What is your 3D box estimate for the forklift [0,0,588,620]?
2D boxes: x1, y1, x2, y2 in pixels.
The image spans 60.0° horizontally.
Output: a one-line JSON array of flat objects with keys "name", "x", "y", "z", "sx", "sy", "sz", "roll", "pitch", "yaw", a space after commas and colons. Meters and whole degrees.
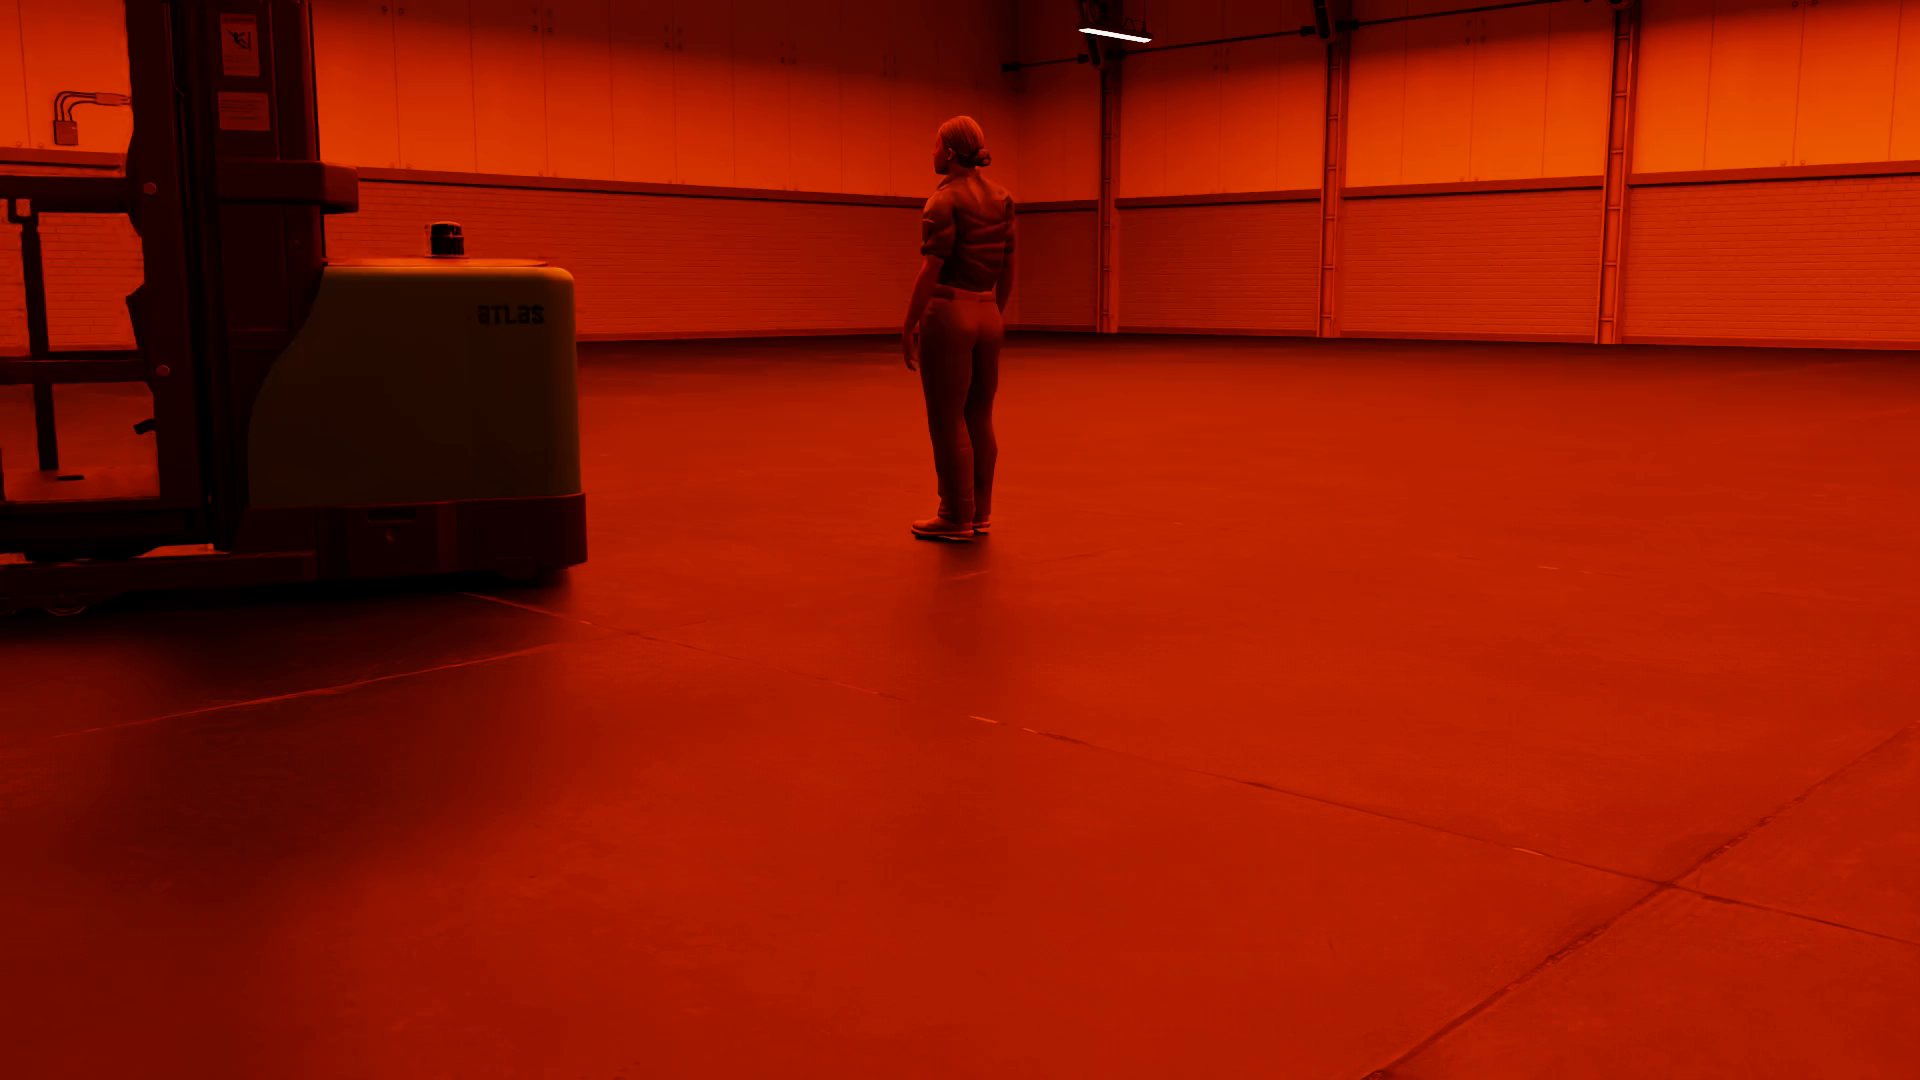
[{"name": "forklift", "x": -2.861, "y": -1.291, "z": 5.450, "sx": 3.031, "sy": 2.935, "sz": 1.130, "roll": -3, "pitch": 9, "yaw": -19}]

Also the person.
[{"name": "person", "x": -0.049, "y": -0.837, "z": 6.668, "sx": 0.504, "sy": 1.655, "sz": 0.569, "roll": 8, "pitch": 12, "yaw": 43}]
